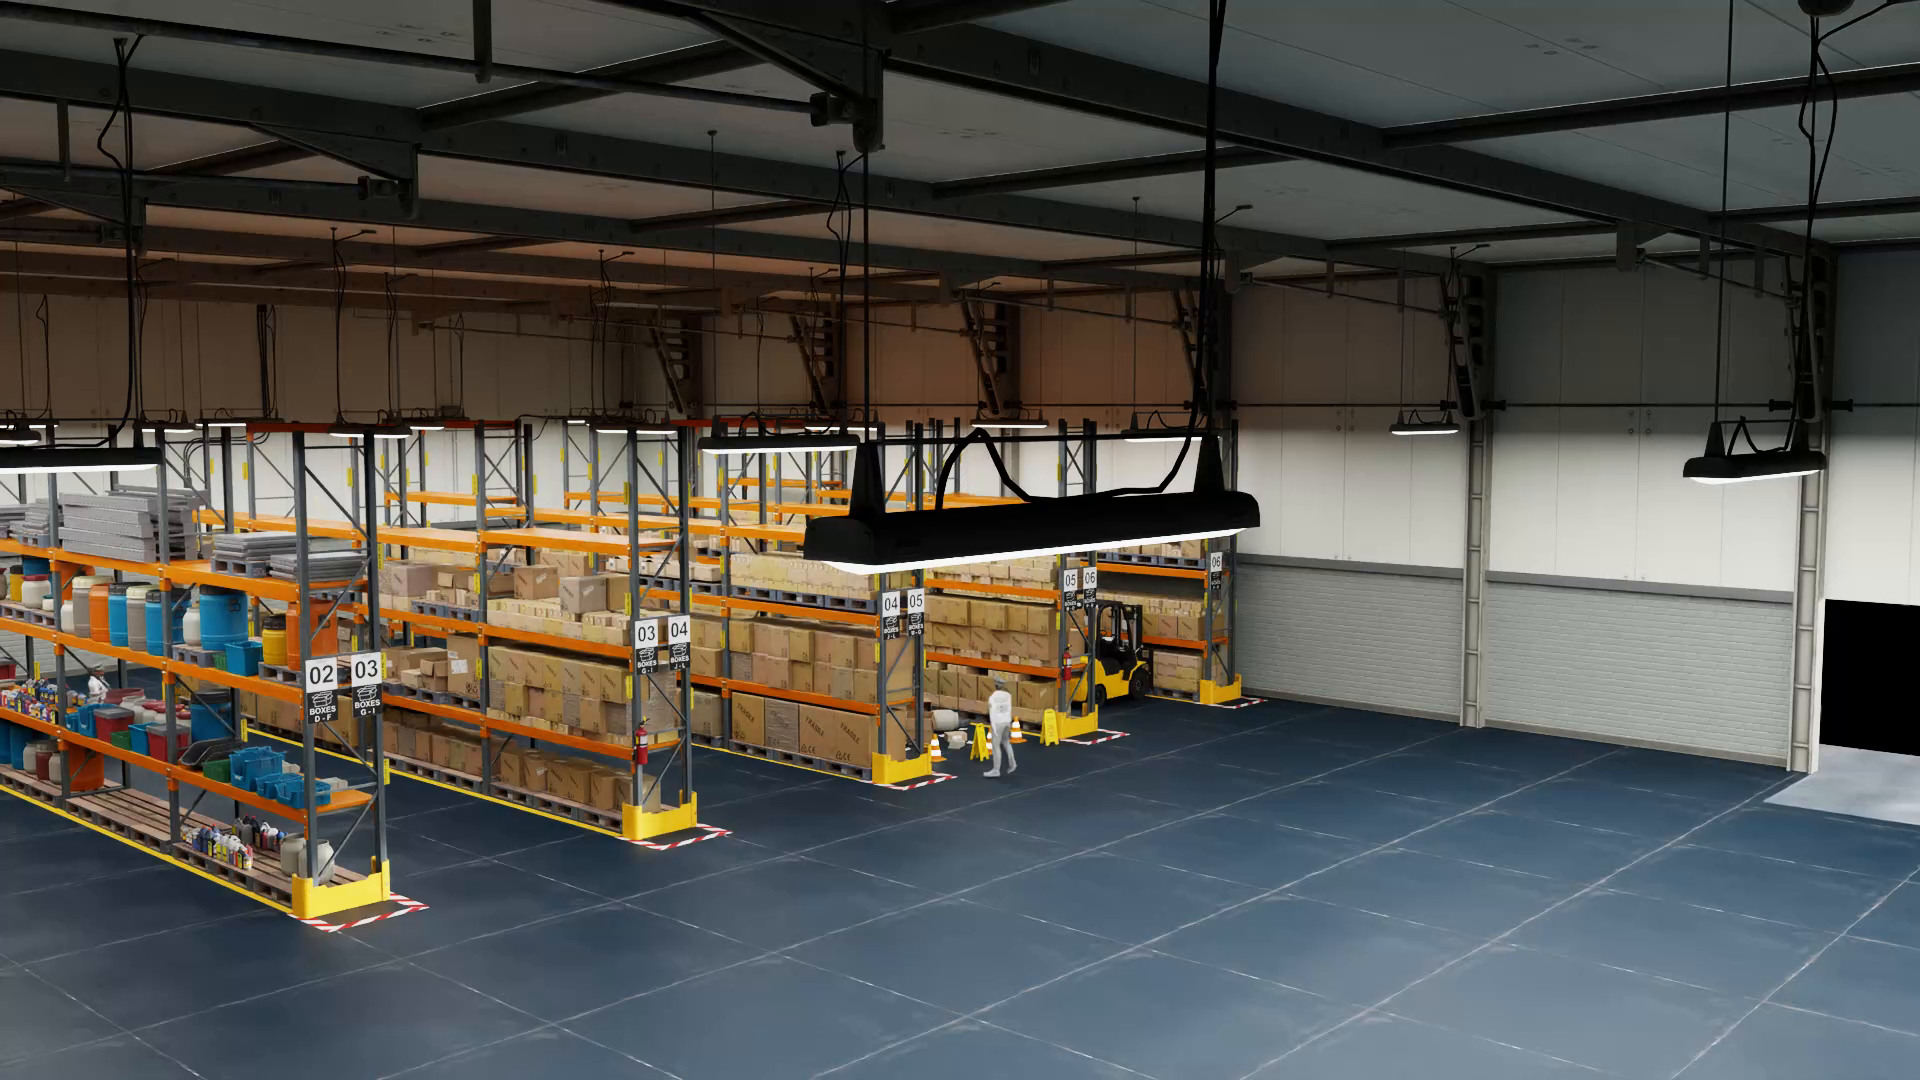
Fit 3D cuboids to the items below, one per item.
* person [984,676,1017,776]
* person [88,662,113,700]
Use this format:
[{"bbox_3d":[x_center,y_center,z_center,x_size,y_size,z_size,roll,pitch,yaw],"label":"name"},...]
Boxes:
[{"bbox_3d":[0.673,3.174,28.311,0.572,1.689,0.382,-3,6,-36],"label":"person"},{"bbox_3d":[-15.642,3.034,30.272,0.845,1.628,0.456,2,5,24],"label":"person"}]
